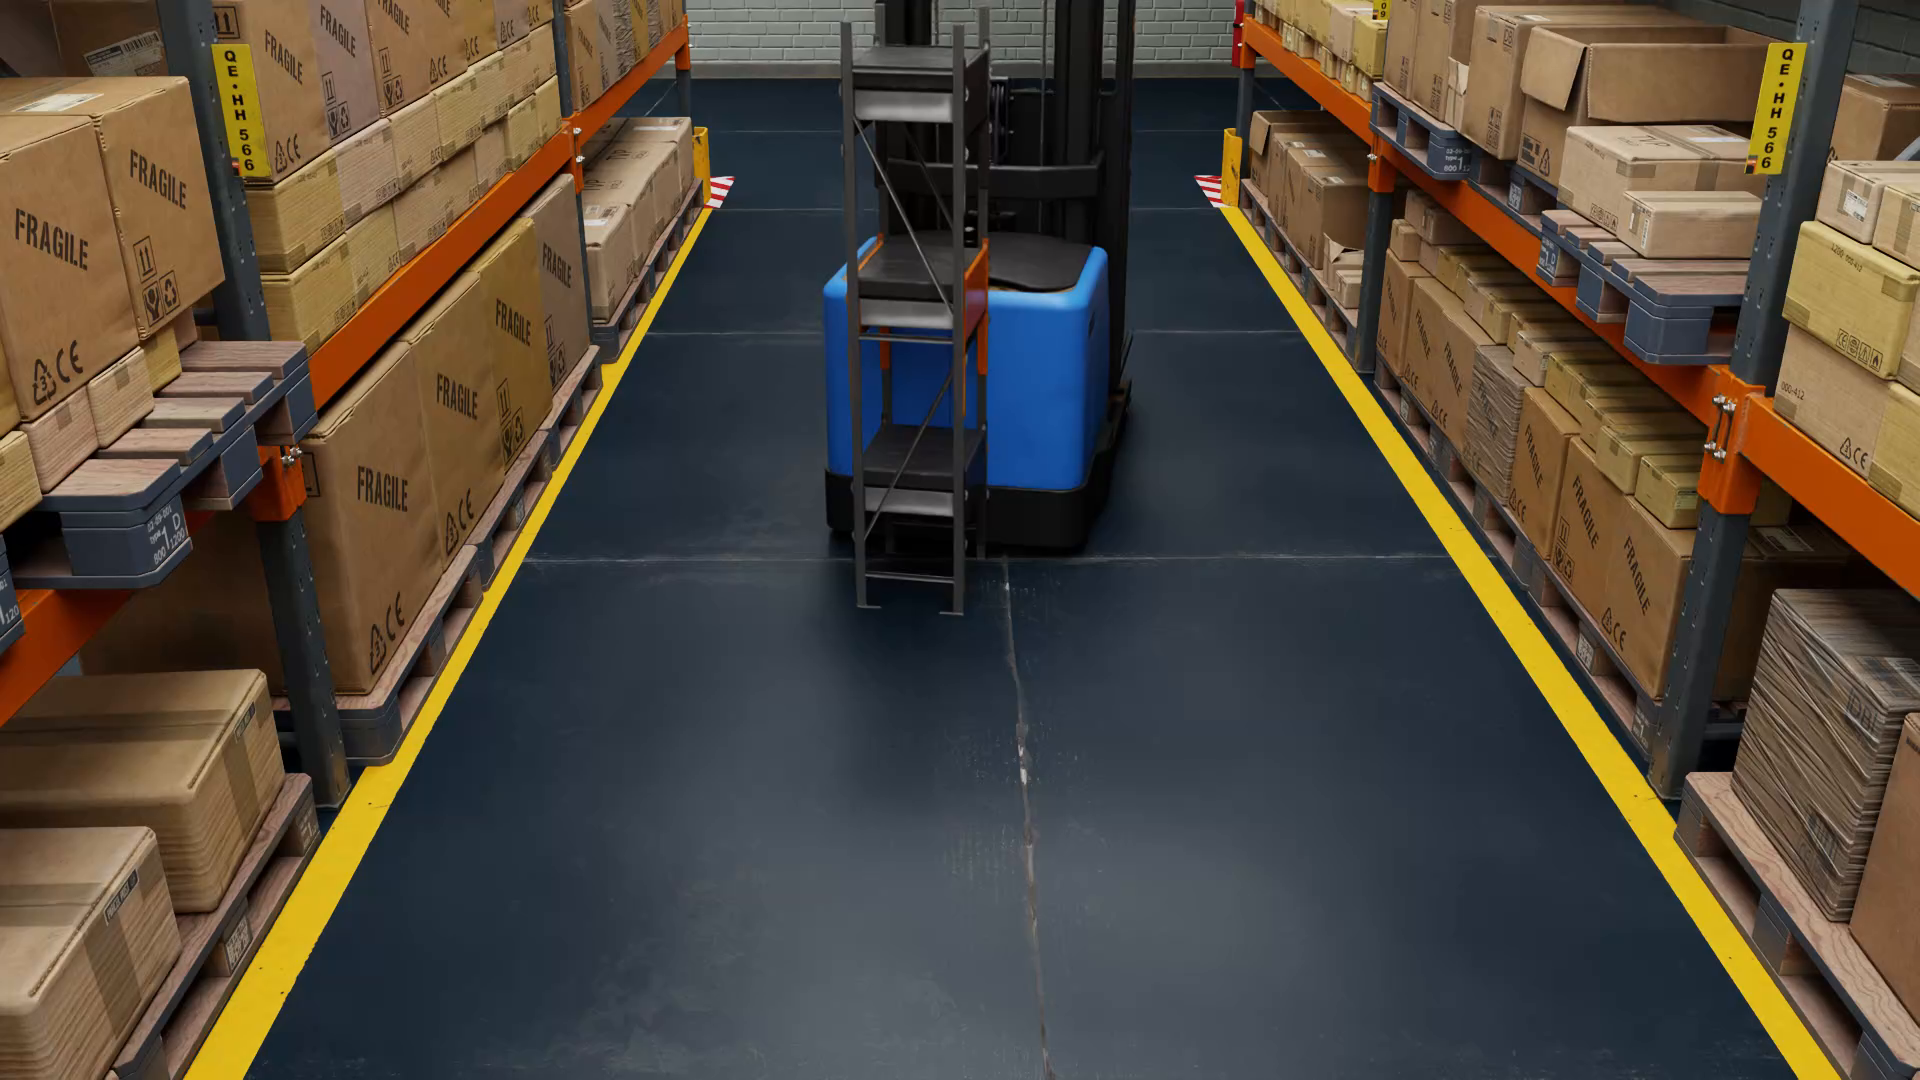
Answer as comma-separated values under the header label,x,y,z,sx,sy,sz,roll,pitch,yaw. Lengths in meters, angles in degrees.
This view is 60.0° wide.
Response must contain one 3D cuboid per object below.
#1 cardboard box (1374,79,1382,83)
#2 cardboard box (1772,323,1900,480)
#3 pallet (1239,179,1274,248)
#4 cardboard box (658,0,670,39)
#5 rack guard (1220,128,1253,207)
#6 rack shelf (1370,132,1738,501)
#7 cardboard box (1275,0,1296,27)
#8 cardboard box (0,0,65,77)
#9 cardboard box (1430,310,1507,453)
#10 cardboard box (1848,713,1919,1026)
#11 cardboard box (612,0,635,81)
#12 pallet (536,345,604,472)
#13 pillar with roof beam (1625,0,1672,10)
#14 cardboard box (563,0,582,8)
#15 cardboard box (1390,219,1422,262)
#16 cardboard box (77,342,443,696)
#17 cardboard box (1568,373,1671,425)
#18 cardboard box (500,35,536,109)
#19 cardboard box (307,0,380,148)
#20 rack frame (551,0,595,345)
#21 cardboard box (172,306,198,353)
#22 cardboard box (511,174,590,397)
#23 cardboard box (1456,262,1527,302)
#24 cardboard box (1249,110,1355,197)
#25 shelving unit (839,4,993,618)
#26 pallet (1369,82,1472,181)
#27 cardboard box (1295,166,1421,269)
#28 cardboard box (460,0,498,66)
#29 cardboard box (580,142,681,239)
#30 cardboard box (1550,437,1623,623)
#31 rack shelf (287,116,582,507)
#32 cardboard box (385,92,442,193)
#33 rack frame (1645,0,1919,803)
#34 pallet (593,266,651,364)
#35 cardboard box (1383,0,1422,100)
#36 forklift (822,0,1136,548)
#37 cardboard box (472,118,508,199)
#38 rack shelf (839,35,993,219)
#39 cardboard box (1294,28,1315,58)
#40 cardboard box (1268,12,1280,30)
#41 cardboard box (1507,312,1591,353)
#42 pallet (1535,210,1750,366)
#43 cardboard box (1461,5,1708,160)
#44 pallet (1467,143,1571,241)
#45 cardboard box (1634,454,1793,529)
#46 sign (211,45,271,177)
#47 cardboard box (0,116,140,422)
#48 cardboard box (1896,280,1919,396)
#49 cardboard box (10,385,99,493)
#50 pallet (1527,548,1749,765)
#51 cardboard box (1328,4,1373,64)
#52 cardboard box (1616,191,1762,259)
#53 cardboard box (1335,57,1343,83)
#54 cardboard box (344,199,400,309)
label,x,y,z,sx,sy,sz,roll,pitch,yaw
cardboard box,2.310,-2.268,8.430,0.380,0.149,0.250,0,24,0
cardboard box,2.370,-0.352,4.070,0.500,0.250,0.500,0,24,0
pallet,2.533,-2.270,11.514,1.003,0.211,1.213,0,24,-1
cardboard box,-2.180,-3.518,10.767,0.500,0.500,0.500,-1,24,-2
rack guard,2.523,-2.730,12.180,1.175,0.500,0.348,0,24,-1
rack shelf,2.588,-1.101,6.416,1.077,0.370,4.000,0,24,-1
cardboard box,2.273,-3.363,10.367,0.500,0.250,0.500,-1,24,-2
cardboard box,-2.621,-1.293,4.635,0.500,0.500,0.500,-1,24,-2
cardboard box,2.363,-0.679,7.136,0.500,0.500,0.500,-1,24,-2
cardboard box,2.618,0.813,3.685,0.875,0.625,0.625,1,24,1
cardboard box,-2.141,-2.881,9.359,0.500,0.500,0.500,0,24,0
pallet,-2.313,-0.640,7.910,1.003,0.211,1.213,0,24,-1
pillar with roof beam,-0.845,-5.257,7.454,9.100,9.000,0.400,0,24,-1
cardboard box,-2.160,-2.927,8.247,0.500,0.500,0.500,0,24,0
cardboard box,2.304,-1.451,8.056,0.380,0.149,0.250,1,24,2
cardboard box,-2.278,-0.089,5.375,0.875,0.875,0.875,0,24,-1
cardboard box,2.401,-0.485,5.918,0.380,0.149,0.250,0,24,1
cardboard box,-2.136,-2.002,7.111,0.500,0.250,0.500,0,24,1
cardboard box,-2.129,-1.490,5.070,0.500,0.500,0.500,0,24,0
rack frame,-2.397,-2.229,8.037,1.000,3.000,0.127,0,24,-1
cardboard box,-2.115,-0.523,4.062,0.380,0.149,0.250,1,24,1
cardboard box,-2.310,-1.197,7.825,0.875,0.875,0.875,0,24,1
cardboard box,2.415,-1.119,7.321,0.380,0.149,0.250,-1,24,-1
cardboard box,2.434,-2.702,11.604,0.797,0.503,0.637,-1,24,-3
shelving unit,-0.141,-0.788,5.943,0.431,2.100,0.503,4,25,9
pallet,2.466,-1.835,7.401,1.003,0.211,1.213,0,24,-1
cardboard box,2.416,-1.920,9.880,0.700,0.500,0.500,-1,24,-3
cardboard box,-2.142,-2.125,6.473,0.500,0.500,0.500,0,24,1
cardboard box,-2.315,-2.252,10.689,0.875,0.438,0.875,0,24,1
cardboard box,2.395,-0.036,5.714,0.500,0.500,0.500,-1,24,-1
rack shelf,-2.375,-1.077,6.364,1.077,0.370,4.000,0,24,-1
cardboard box,-2.110,-1.368,5.710,0.500,0.250,0.500,0,24,-1
rack frame,2.610,-0.604,4.446,1.000,3.000,0.127,0,24,-1
pallet,-2.327,-1.272,9.306,1.003,0.211,1.213,0,24,-1
cardboard box,2.348,-2.289,7.540,0.700,0.500,0.500,0,24,1
forklift,0.231,-1.884,7.359,1.130,2.935,3.031,4,25,9
cardboard box,-2.149,-1.559,6.738,0.500,0.250,0.500,-1,24,-2
rack shelf,-0.141,-1.413,5.660,0.431,0.518,0.480,4,25,9
cardboard box,2.239,-3.010,10.070,0.380,0.149,0.250,0,24,1
cardboard box,2.301,-3.545,11.253,0.380,0.149,0.250,0,24,1
cardboard box,2.413,-0.803,6.621,0.380,0.149,0.250,0,24,0
pallet,2.532,-0.796,5.102,1.213,0.211,1.003,0,24,-1
cardboard box,2.362,-1.752,6.353,0.700,0.500,0.500,0,24,-1
pallet,2.584,-1.318,6.257,1.003,0.211,1.213,0,24,-1
cardboard box,2.351,-0.154,5.188,0.380,0.149,0.250,-1,24,-3
sign,-1.811,-1.078,4.185,0.100,0.325,0.005,0,24,-1
cardboard box,-2.054,-0.554,3.342,0.500,0.500,0.500,-1,24,-1
cardboard box,2.375,-0.373,3.511,0.500,0.250,0.500,0,24,1
cardboard box,-1.997,-0.206,3.360,0.380,0.149,0.250,-1,24,-3
pallet,2.639,0.359,5.701,1.003,0.211,1.213,0,24,-1
cardboard box,2.296,-2.735,8.978,0.500,0.250,0.500,0,24,0
cardboard box,2.219,-0.950,5.006,0.380,0.149,0.250,0,24,0
cardboard box,2.283,-2.591,9.143,0.380,0.149,0.250,0,24,1
cardboard box,-2.131,-0.926,5.340,0.500,0.250,0.500,-1,24,-2
